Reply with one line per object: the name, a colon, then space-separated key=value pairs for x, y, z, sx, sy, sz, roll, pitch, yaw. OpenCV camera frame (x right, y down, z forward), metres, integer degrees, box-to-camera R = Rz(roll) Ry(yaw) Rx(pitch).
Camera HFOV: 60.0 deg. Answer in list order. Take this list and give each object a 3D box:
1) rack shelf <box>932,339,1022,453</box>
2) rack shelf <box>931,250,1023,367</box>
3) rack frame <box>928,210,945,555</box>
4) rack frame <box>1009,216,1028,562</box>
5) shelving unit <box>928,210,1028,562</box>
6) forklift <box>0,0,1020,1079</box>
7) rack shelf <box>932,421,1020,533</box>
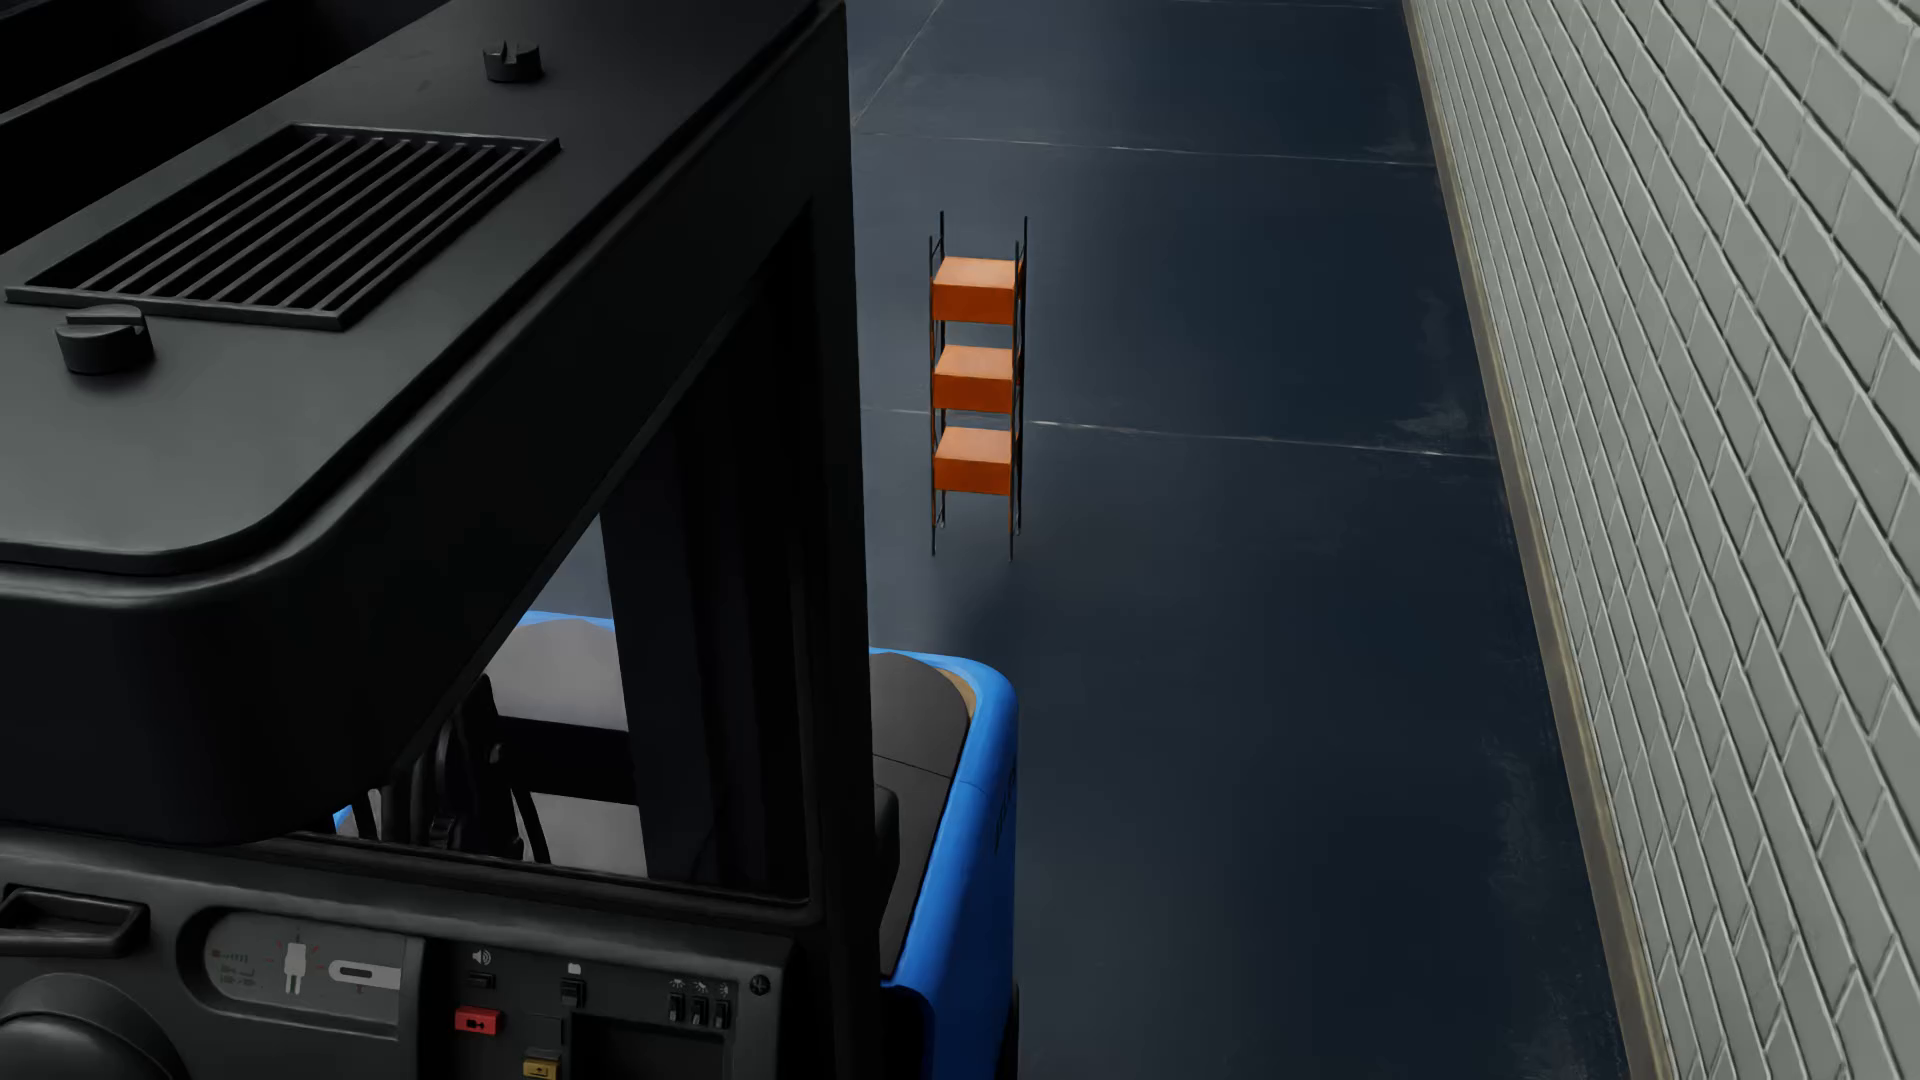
rack shelf: x=0.053 y=-0.431 z=4.969 sx=0.240 sy=0.259 sz=0.215 roll=5 pitch=32 yaw=8
rack shelf: x=0.053 y=-0.672 z=4.819 sx=0.240 sy=0.259 sz=0.215 roll=5 pitch=32 yaw=8
rack frame: x=-0.068 y=-0.451 z=4.981 sx=0.008 sy=1.050 sz=0.200 roll=5 pitch=32 yaw=8
rack frame: x=0.173 y=-0.429 z=4.946 sx=0.008 sy=1.050 sz=0.200 roll=5 pitch=32 yaw=8
shelving unit: x=0.053 y=-0.440 z=4.964 sx=0.252 sy=1.050 sz=0.215 roll=5 pitch=32 yaw=8
forklift: x=-0.668 y=0.597 z=1.533 sx=1.130 sy=2.935 sz=3.031 roll=6 pitch=33 yaw=9
rack shelf: x=0.053 y=-0.196 z=5.117 sx=0.240 sy=0.259 sz=0.215 roll=5 pitch=32 yaw=8
